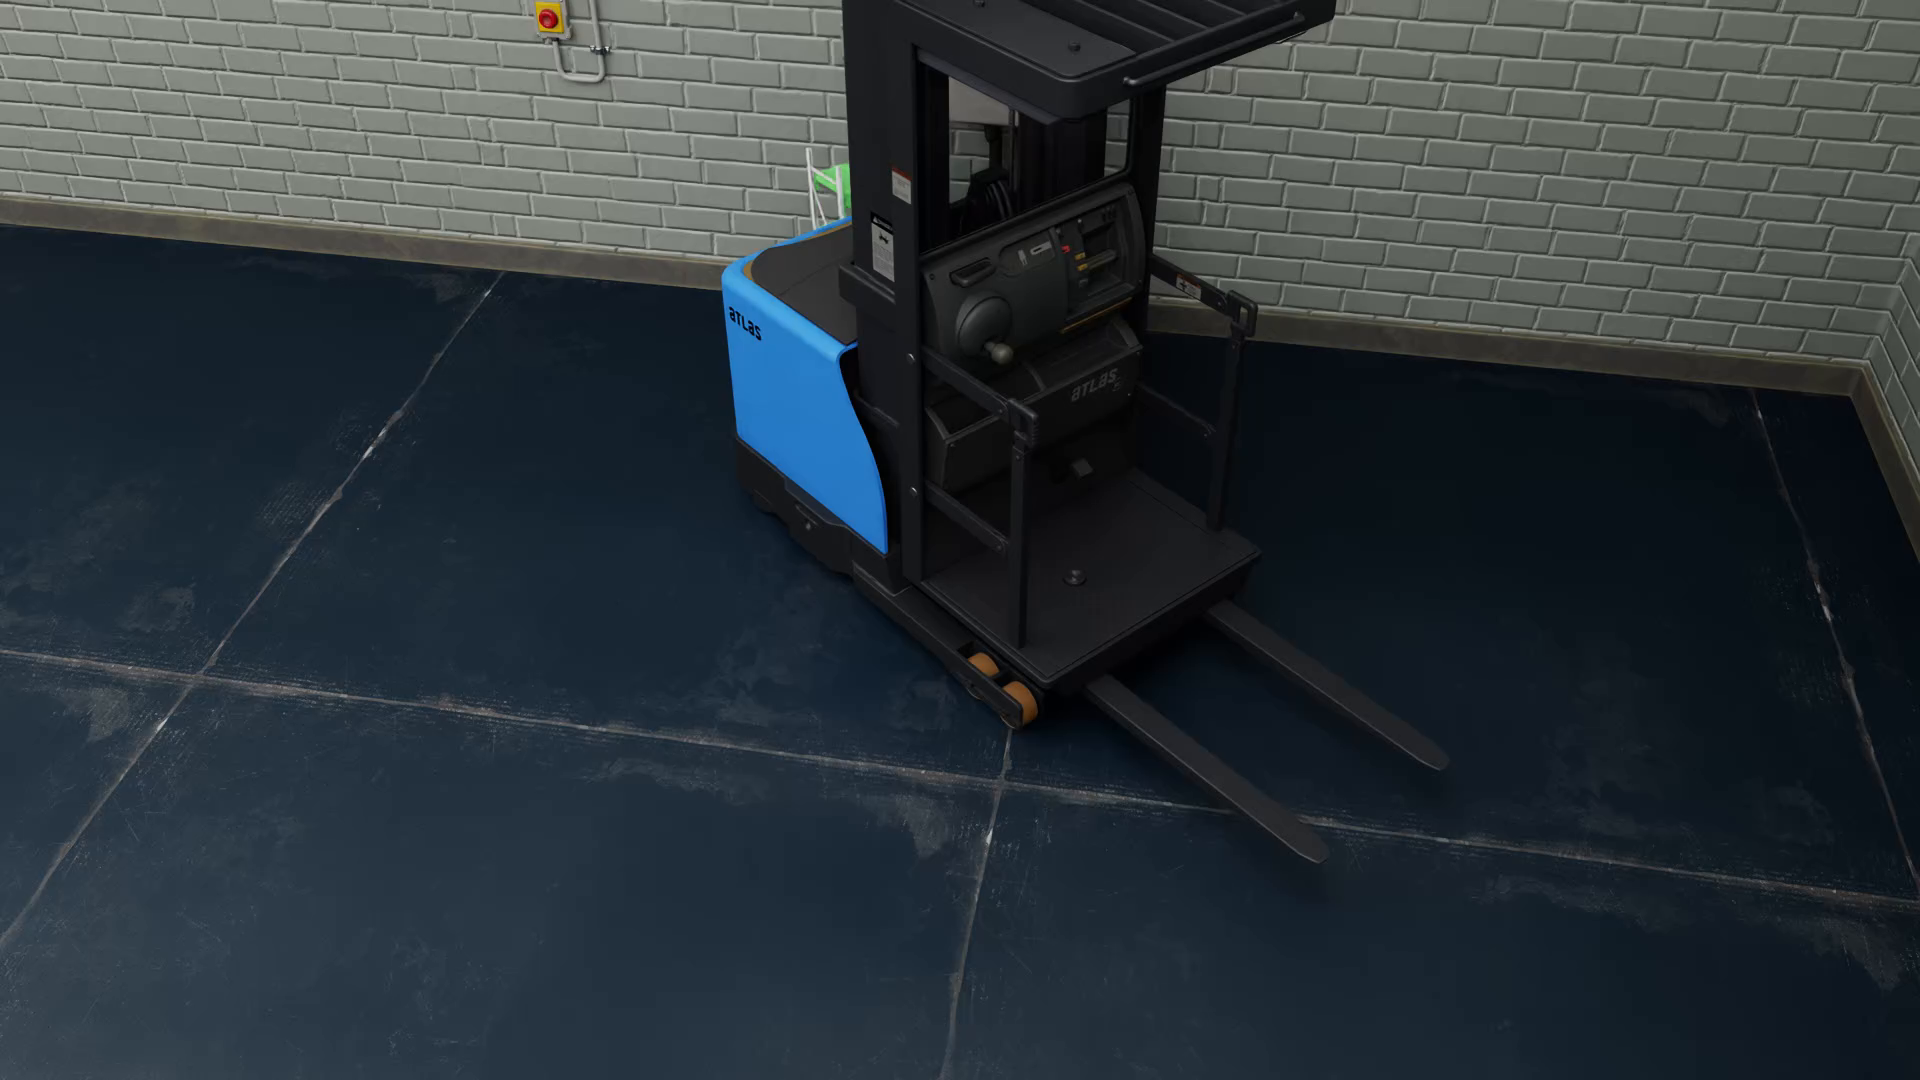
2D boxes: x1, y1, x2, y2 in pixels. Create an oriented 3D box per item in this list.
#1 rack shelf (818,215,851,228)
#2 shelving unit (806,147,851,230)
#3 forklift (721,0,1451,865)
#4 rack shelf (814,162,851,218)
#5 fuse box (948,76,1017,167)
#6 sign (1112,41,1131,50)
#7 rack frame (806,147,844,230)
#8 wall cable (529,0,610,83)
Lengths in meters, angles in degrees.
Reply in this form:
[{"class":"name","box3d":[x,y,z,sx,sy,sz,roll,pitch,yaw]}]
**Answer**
[{"class":"rack shelf","box3d":[-0.346,-1.306,7.102,0.480,0.148,0.258,-25,43,-28]},{"class":"shelving unit","box3d":[-0.342,-1.166,7.209,0.503,1.200,0.258,-25,43,-28]},{"class":"forklift","box3d":[0.403,-0.823,5.446,1.130,2.935,3.031,-28,47,-30]},{"class":"rack shelf","box3d":[-0.353,-1.496,6.956,0.480,0.148,0.258,-25,43,-28]},{"class":"fuse box","box3d":[0.159,-1.629,7.377,0.539,1.711,0.414,6,40,8]},{"class":"sign","box3d":[0.681,-2.164,7.088,0.329,0.494,0.001,6,40,8]},{"class":"rack frame","box3d":[-0.537,-1.073,7.097,0.015,1.200,0.240,-25,43,-28]},{"class":"wall cable","box3d":[-1.885,-2.852,7.024,0.585,1.953,0.123,6,40,8]}]
